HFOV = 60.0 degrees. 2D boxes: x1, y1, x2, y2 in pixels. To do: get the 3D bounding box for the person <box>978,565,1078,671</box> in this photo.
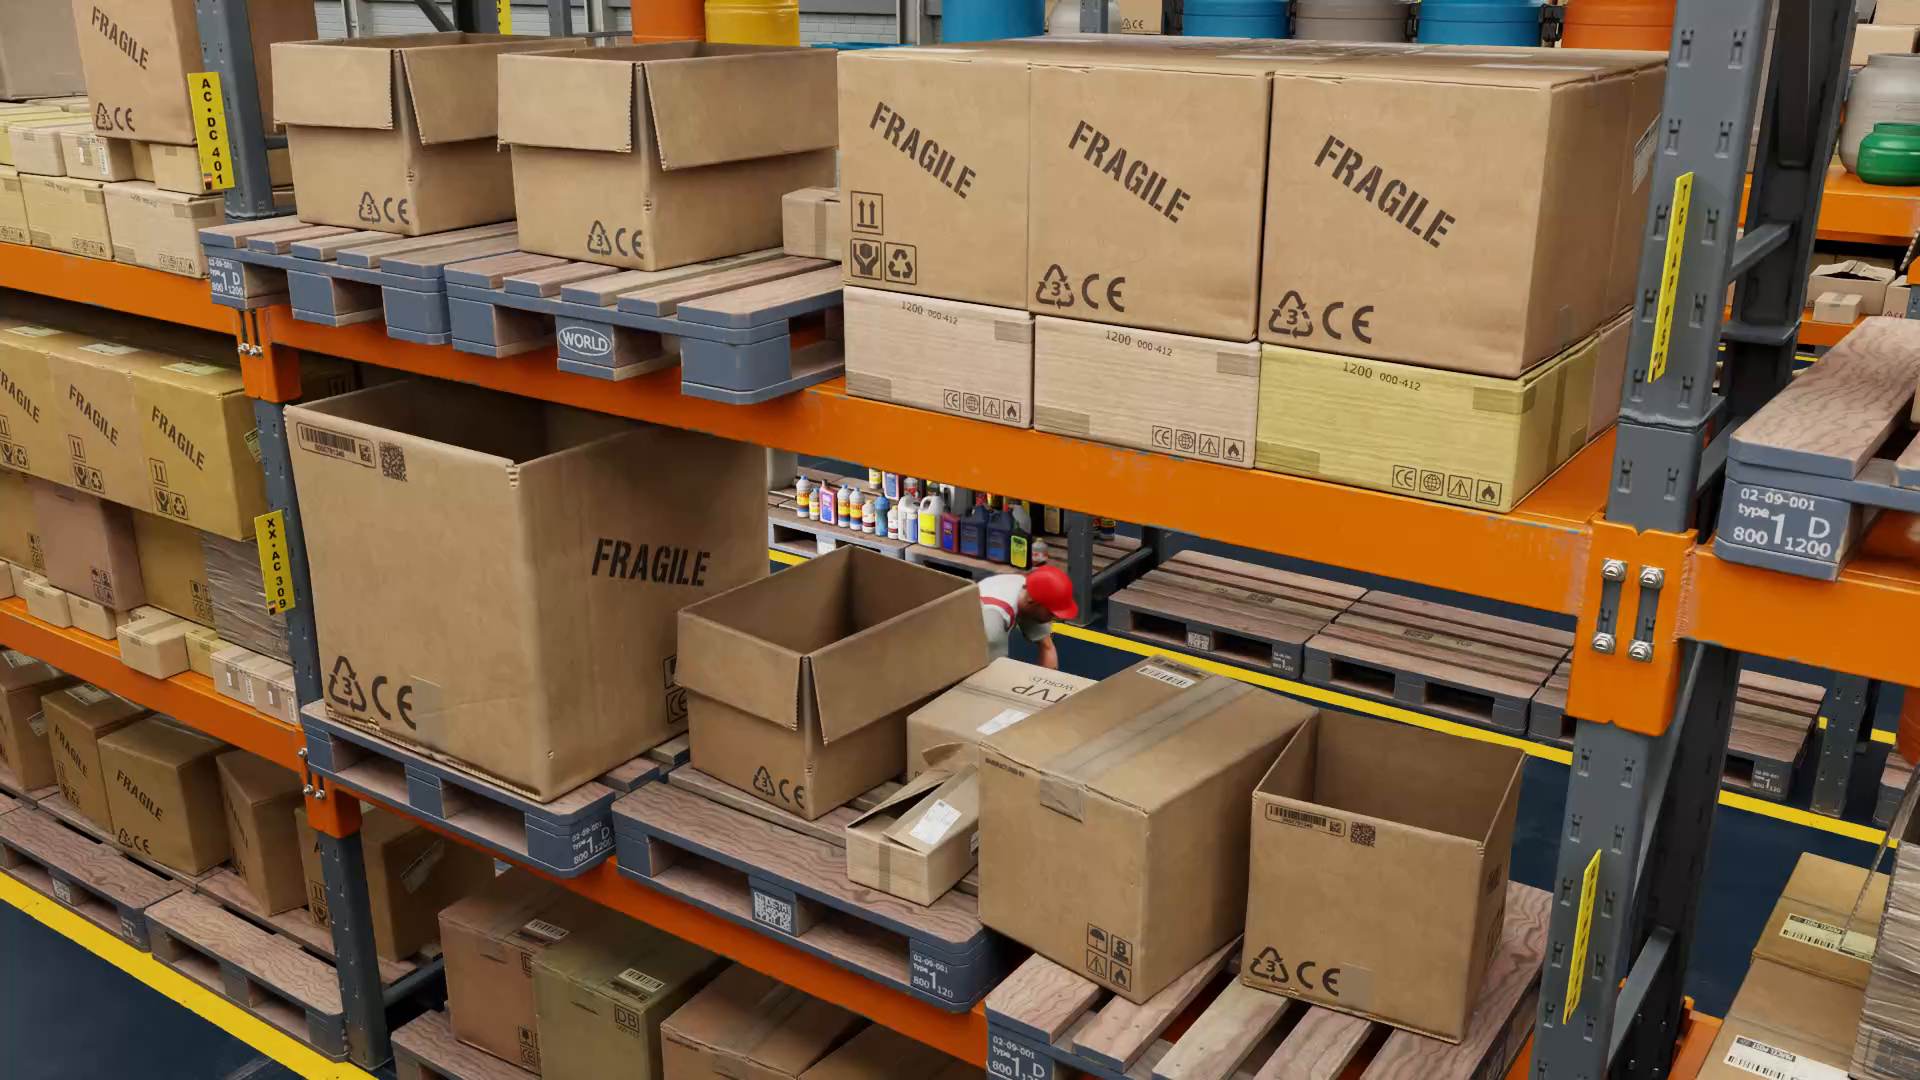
[{"bbox_3d":[0.145,0.611,7.759,0.850,1.161,0.583,13,23,32],"label":"person"}]
